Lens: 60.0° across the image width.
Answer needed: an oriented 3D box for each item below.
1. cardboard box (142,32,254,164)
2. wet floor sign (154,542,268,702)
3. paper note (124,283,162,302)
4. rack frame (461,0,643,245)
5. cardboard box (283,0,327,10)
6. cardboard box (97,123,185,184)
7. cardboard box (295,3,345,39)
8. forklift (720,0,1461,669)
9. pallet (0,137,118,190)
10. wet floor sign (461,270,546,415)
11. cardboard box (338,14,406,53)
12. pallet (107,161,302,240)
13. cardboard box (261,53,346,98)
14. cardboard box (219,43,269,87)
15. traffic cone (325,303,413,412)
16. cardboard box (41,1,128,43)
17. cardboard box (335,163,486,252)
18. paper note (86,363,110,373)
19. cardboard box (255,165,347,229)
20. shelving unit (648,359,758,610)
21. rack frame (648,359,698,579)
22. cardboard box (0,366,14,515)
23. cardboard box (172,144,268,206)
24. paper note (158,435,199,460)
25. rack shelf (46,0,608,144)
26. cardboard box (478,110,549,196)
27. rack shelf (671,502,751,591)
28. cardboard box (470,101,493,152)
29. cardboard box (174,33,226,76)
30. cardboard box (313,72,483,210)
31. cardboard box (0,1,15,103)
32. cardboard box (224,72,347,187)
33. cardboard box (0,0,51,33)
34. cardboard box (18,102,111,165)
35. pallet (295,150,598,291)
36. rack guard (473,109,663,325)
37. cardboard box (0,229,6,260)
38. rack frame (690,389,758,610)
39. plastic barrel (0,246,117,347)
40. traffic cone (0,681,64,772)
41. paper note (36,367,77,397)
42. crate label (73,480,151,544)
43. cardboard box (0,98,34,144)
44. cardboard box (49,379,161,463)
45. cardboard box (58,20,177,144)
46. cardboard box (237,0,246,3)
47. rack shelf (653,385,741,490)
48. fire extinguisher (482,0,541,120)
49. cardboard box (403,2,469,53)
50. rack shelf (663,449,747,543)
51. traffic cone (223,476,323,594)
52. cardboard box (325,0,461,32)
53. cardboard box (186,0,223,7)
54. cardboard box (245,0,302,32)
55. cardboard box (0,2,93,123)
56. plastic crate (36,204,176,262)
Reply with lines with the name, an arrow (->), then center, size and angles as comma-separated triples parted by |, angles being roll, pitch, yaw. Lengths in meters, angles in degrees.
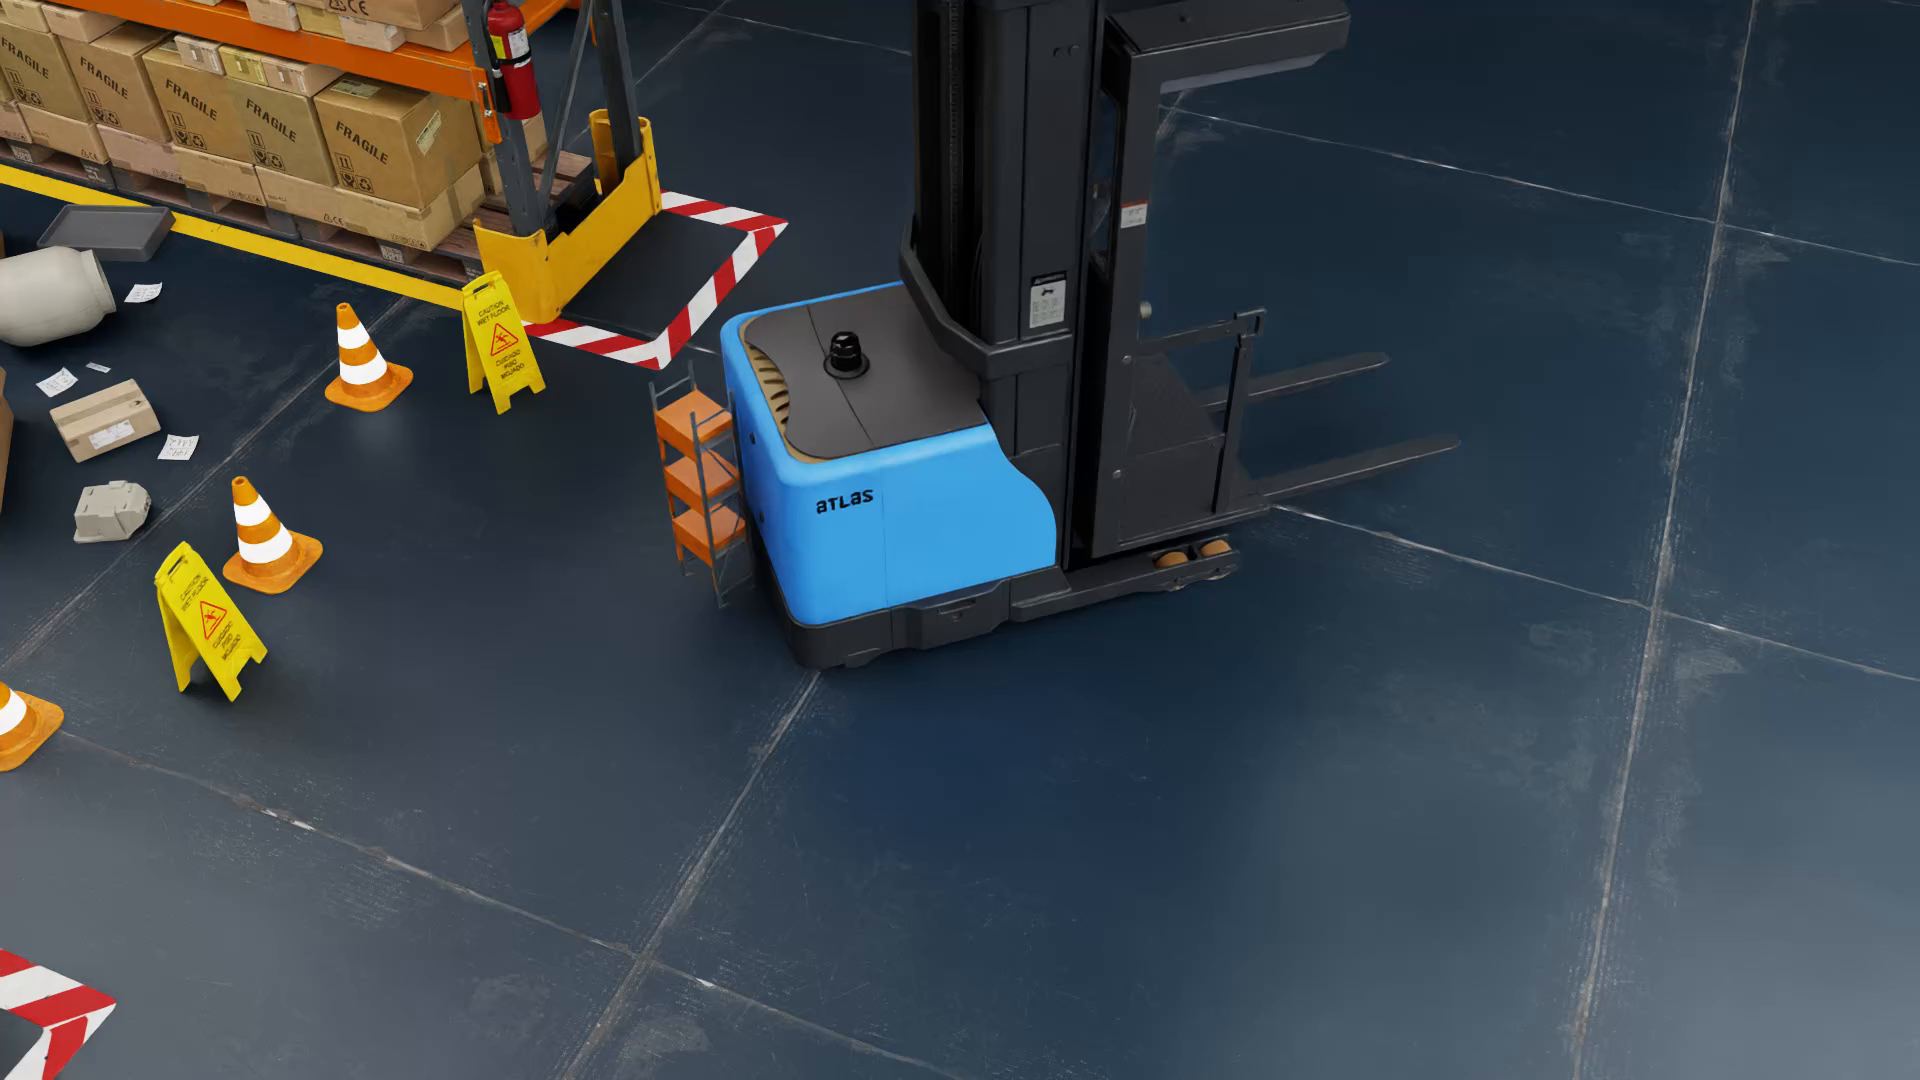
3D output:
cardboard box -> -3.667, -2.281, 8.374 | 0.500, 0.500, 0.500 | 15, 47, 15
wet floor sign -> -2.905, 0.292, 6.338 | 0.232, 0.644, 0.267 | 9, 46, 9
paper note -> -4.082, -1.239, 8.313 | 0.148, 0.019, 0.142 | 2, 45, 2
rack frame -> -1.881, -2.512, 7.487 | 0.127, 3.000, 1.000 | 16, 47, 16
cardboard box -> -2.949, -2.760, 7.454 | 0.500, 0.500, 0.500 | 17, 47, 16
cardboard box -> -4.145, -2.156, 8.781 | 0.500, 0.250, 0.500 | 16, 47, 15
cardboard box -> -2.814, -2.465, 7.618 | 0.250, 0.149, 0.380 | 16, 47, 15
forklift -> 0.631, -1.167, 6.184 | 3.031, 2.935, 1.130 | -14, 47, -14
pallet -> -4.940, -2.450, 9.402 | 1.213, 0.211, 1.003 | 16, 47, 16
wet floor sign -> -2.118, -0.929, 7.565 | 0.232, 0.644, 0.267 | 33, 54, 29
cardboard box -> -2.585, -2.381, 7.534 | 0.250, 0.149, 0.380 | 16, 47, 15
pallet -> -3.810, -2.120, 9.070 | 1.213, 0.211, 1.003 | 16, 47, 16
cardboard box -> -3.086, -2.285, 7.919 | 0.250, 0.149, 0.380 | 18, 48, 17
cardboard box -> -3.317, -2.356, 7.990 | 0.250, 0.149, 0.380 | 17, 47, 16
traffic cone -> -2.775, -0.889, 7.655 | 0.334, 0.463, 0.336 | 16, 47, 16
cardboard box -> -4.316, -2.649, 8.285 | 0.250, 0.149, 0.380 | 19, 48, 18
cardboard box -> -2.753, -1.737, 8.359 | 0.500, 0.250, 0.500 | 16, 47, 16
paper note -> -4.097, -0.820, 7.906 | 0.123, 0.001, 0.032 | 16, 47, 16
cardboard box -> -3.206, -1.876, 8.499 | 0.500, 0.250, 0.500 | 17, 47, 16
shelving unit -> -1.000, -0.199, 6.545 | 0.252, 1.050, 0.215 | 35, 55, 30
rack frame -> -1.087, -0.260, 6.606 | 0.008, 1.050, 0.200 | 35, 55, 30
cardboard box -> -4.477, -0.456, 7.190 | 0.637, 0.503, 0.797 | -12, 46, -12
cardboard box -> -3.691, -2.014, 8.639 | 0.500, 0.250, 0.500 | 15, 47, 14
paper note -> -3.520, -0.420, 7.489 | 0.142, 0.019, 0.148 | 2, 45, 2
rack shelf -> -3.727, -2.800, 8.286 | 4.000, 0.370, 1.077 | 16, 47, 16
cardboard box -> -2.519, -2.085, 8.709 | 0.500, 0.250, 0.500 | 16, 47, 16
rack shelf -> -1.000, 0.005, 6.748 | 0.240, 0.259, 0.215 | 35, 55, 30
cardboard box -> -2.542, -2.357, 8.451 | 0.500, 0.500, 0.500 | 15, 47, 15
cardboard box -> -3.559, -2.428, 8.063 | 0.250, 0.149, 0.380 | 18, 48, 18
cardboard box -> -2.721, -1.999, 8.092 | 0.500, 0.500, 0.500 | 17, 47, 16
cardboard box -> -5.133, -2.702, 8.798 | 0.500, 0.500, 0.500 | 19, 48, 18
cardboard box -> -3.204, -2.139, 8.232 | 0.500, 0.500, 0.500 | 18, 48, 17
cardboard box -> -4.565, -2.720, 8.357 | 0.250, 0.149, 0.380 | 18, 48, 17
cardboard box -> -4.636, -2.298, 8.924 | 0.500, 0.250, 0.500 | 19, 48, 18
pallet -> -2.688, -1.787, 8.736 | 1.213, 0.211, 1.003 | 16, 47, 16
rack guard -> -1.952, -1.646, 8.389 | 0.348, 0.500, 1.175 | 16, 47, 16
cardboard box -> -5.108, -1.536, 8.276 | 0.500, 0.500, 0.500 | -20, 48, -19
rack frame -> -0.913, -0.139, 6.484 | 0.008, 1.050, 0.200 | 35, 55, 30
plastic barrel -> -4.371, -1.174, 7.968 | 0.512, 0.421, 0.421 | -20, 48, -19
traffic cone -> -3.637, 0.569, 6.189 | 0.334, 0.463, 0.336 | 16, 47, 16
paper note -> -4.246, -0.744, 7.823 | 0.142, 0.019, 0.148 | 33, 54, 29
crate label -> -3.638, -0.132, 7.125 | 0.298, 0.136, 0.250 | -5, 45, -5
cardboard box -> -5.133, -2.436, 9.062 | 0.500, 0.250, 0.500 | 14, 47, 14
cardboard box -> -3.868, -0.542, 7.528 | 0.380, 0.149, 0.250 | -28, 51, -25
cardboard box -> -4.156, -2.422, 8.517 | 0.500, 0.500, 0.500 | 19, 48, 18
cardboard box -> -3.245, -2.676, 7.830 | 0.250, 0.149, 0.380 | 17, 47, 16
rack shelf -> -1.000, -0.393, 6.352 | 0.240, 0.259, 0.215 | 35, 55, 30
fire extinguisher -> -1.953, -2.153, 7.181 | 0.183, 0.674, 0.296 | 16, 47, 16
cardboard box -> -2.309, -2.385, 7.537 | 0.250, 0.149, 0.380 | 18, 48, 17
rack shelf -> -1.000, -0.192, 6.552 | 0.240, 0.259, 0.215 | 35, 55, 30
traffic cone -> -2.889, -0.074, 6.836 | 0.334, 0.463, 0.336 | 16, 47, 16
cardboard box -> -2.488, -2.621, 7.314 | 0.500, 0.500, 0.500 | 16, 47, 15
cardboard box -> -3.516, -2.687, 7.841 | 0.250, 0.149, 0.380 | 16, 47, 15
cardboard box -> -3.063, -2.515, 7.668 | 0.250, 0.149, 0.380 | 17, 47, 17
cardboard box -> -4.634, -2.564, 8.659 | 0.500, 0.500, 0.500 | 18, 48, 17
plastic crate -> -4.440, -1.603, 8.643 | 0.583, 0.080, 0.402 | 2, 45, 2
